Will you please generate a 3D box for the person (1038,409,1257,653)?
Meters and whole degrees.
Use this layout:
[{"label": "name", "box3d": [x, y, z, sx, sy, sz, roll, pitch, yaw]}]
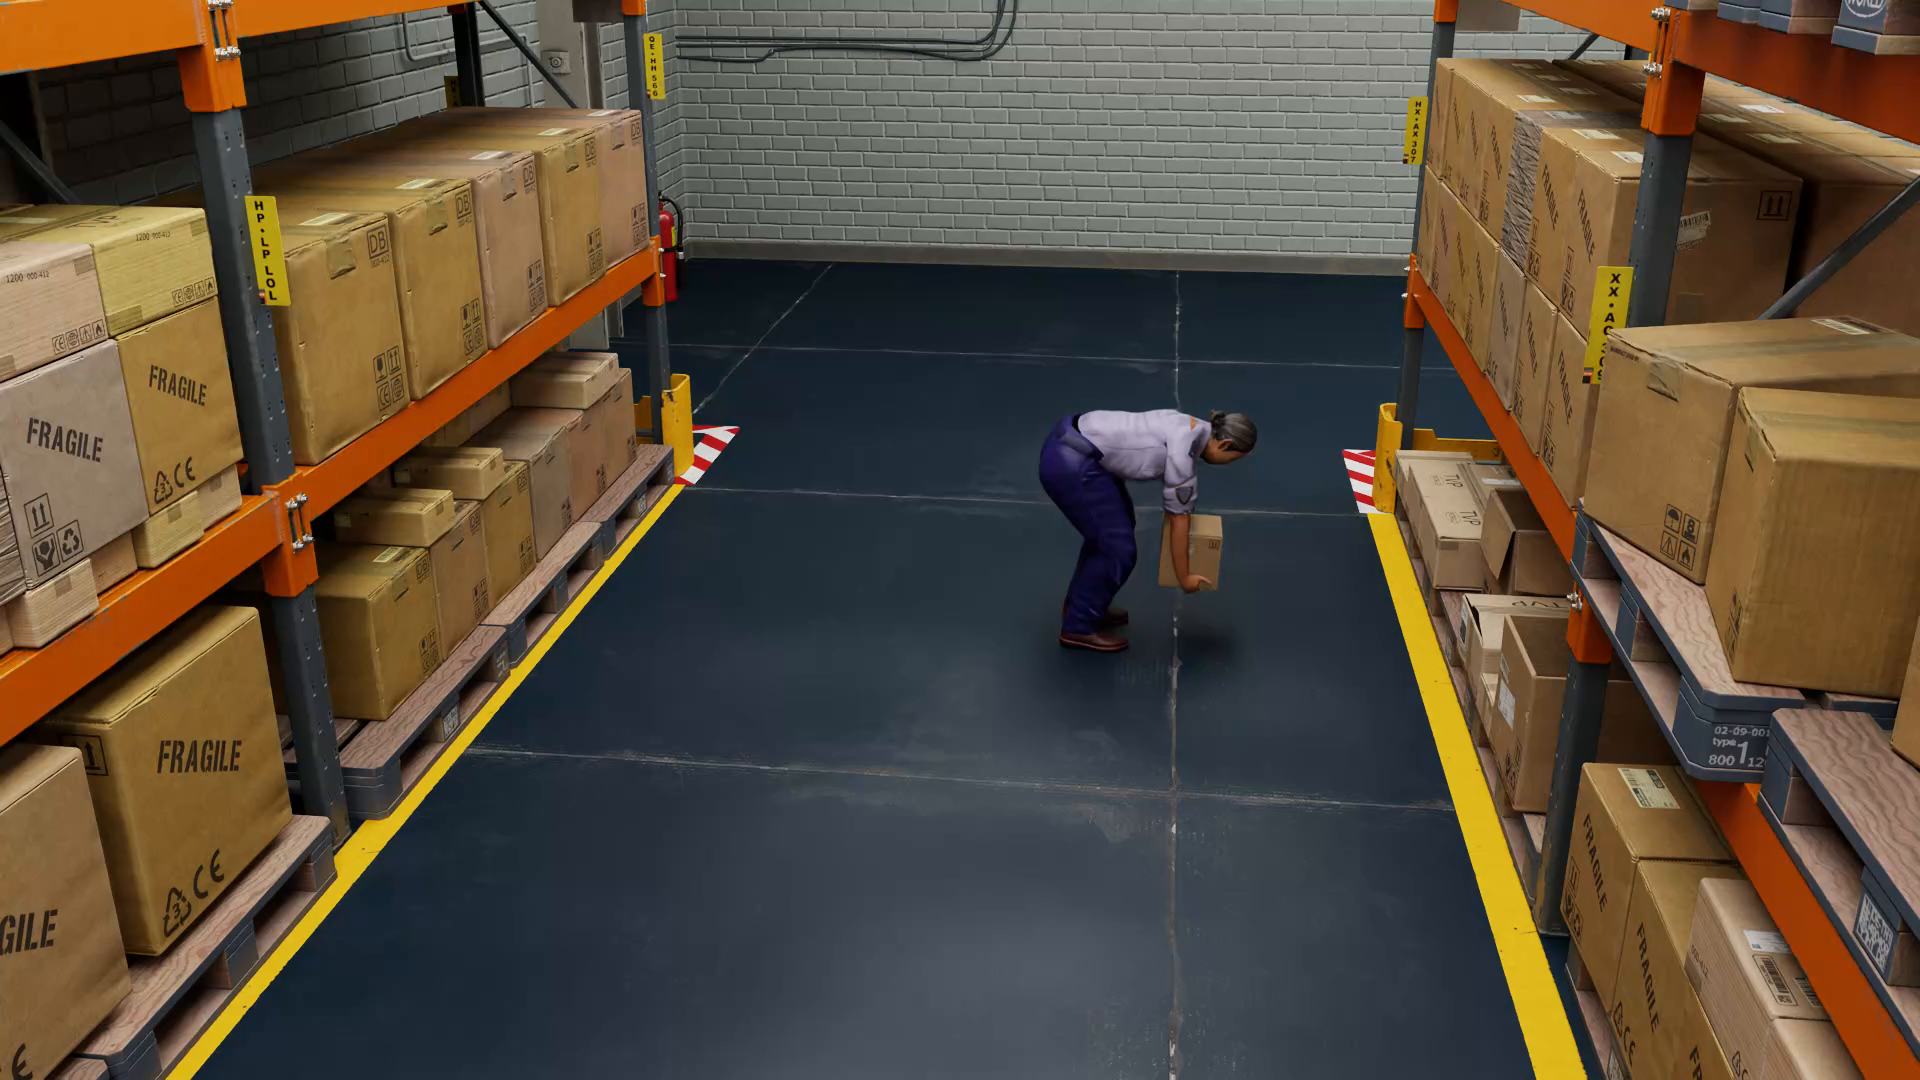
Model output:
[{"label": "person", "box3d": [0.787, -0.065, 7.119, 0.907, 1.037, 0.478, 2, 21, 4]}]
